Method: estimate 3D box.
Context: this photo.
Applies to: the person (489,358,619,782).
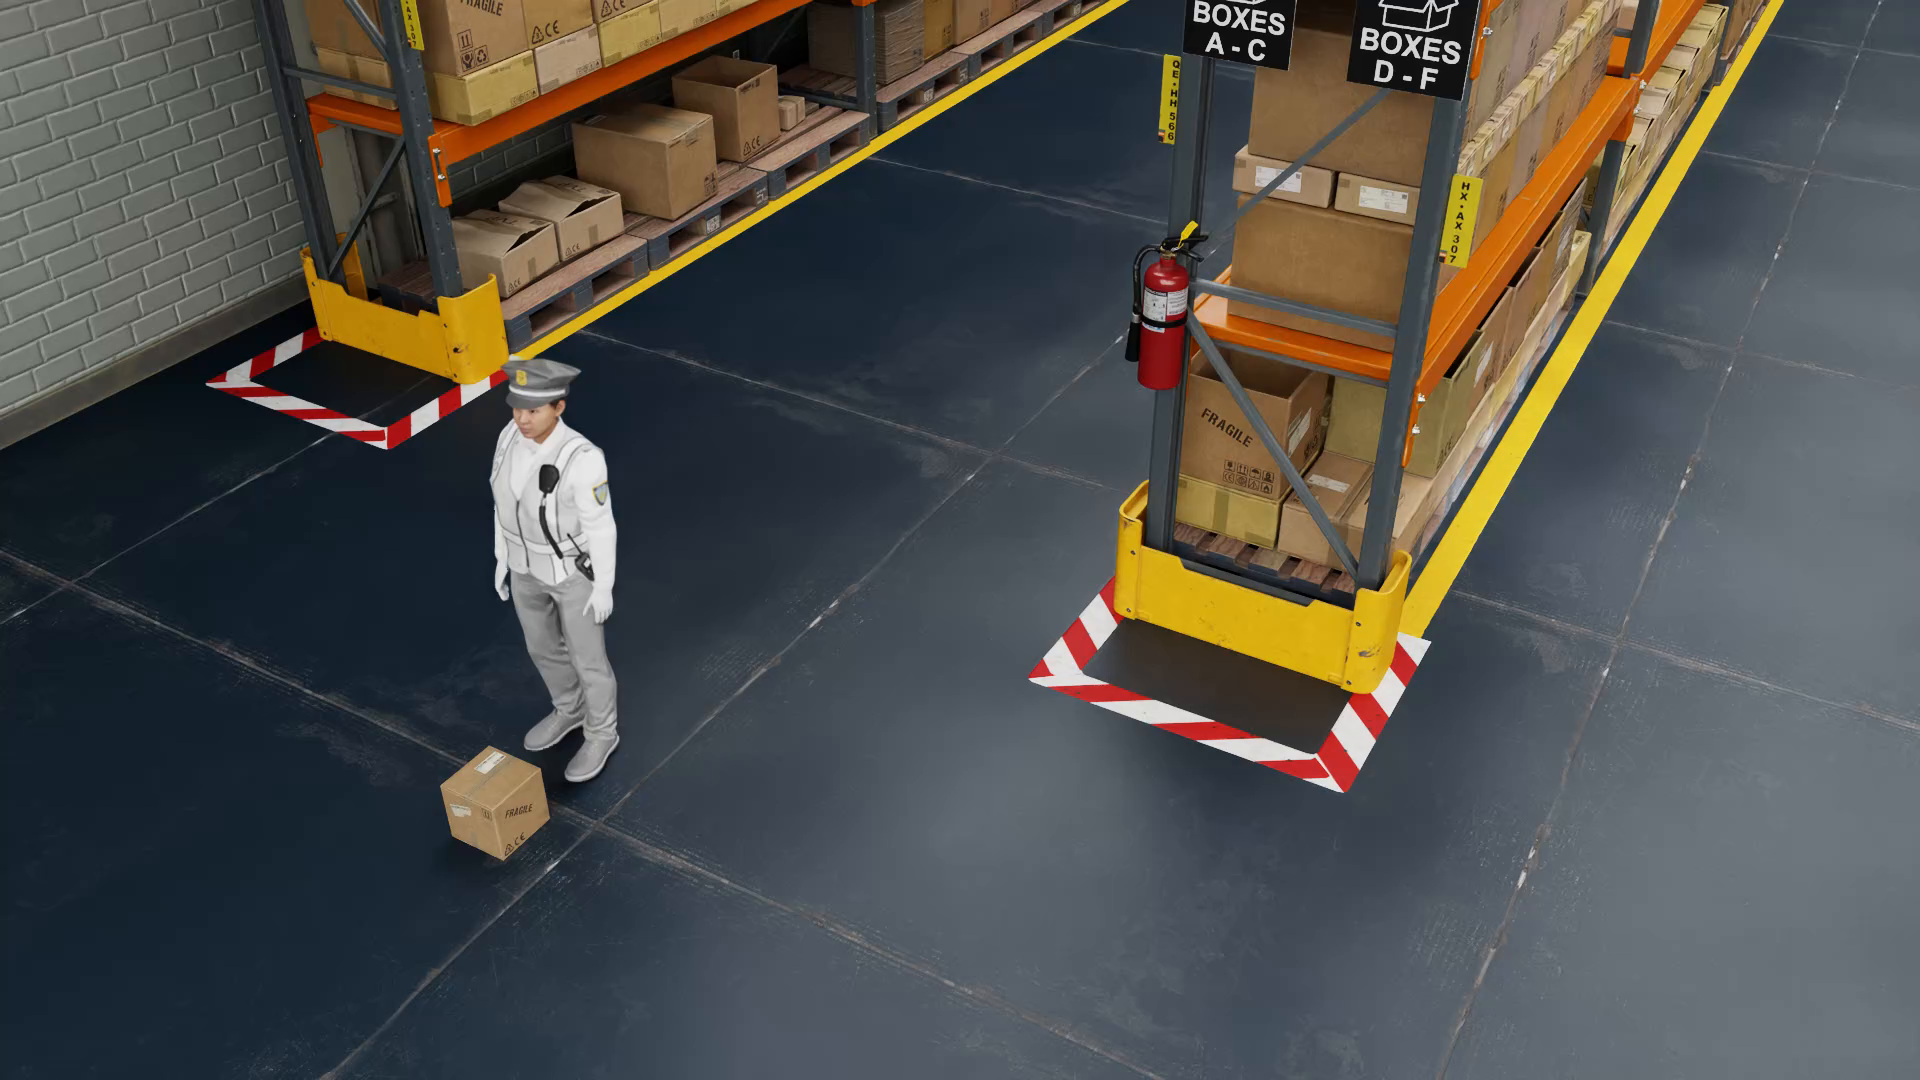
[{"bbox_3d":[-1.440,0.118,5.936,0.511,1.719,0.363,18,38,24],"label":"person"}]
